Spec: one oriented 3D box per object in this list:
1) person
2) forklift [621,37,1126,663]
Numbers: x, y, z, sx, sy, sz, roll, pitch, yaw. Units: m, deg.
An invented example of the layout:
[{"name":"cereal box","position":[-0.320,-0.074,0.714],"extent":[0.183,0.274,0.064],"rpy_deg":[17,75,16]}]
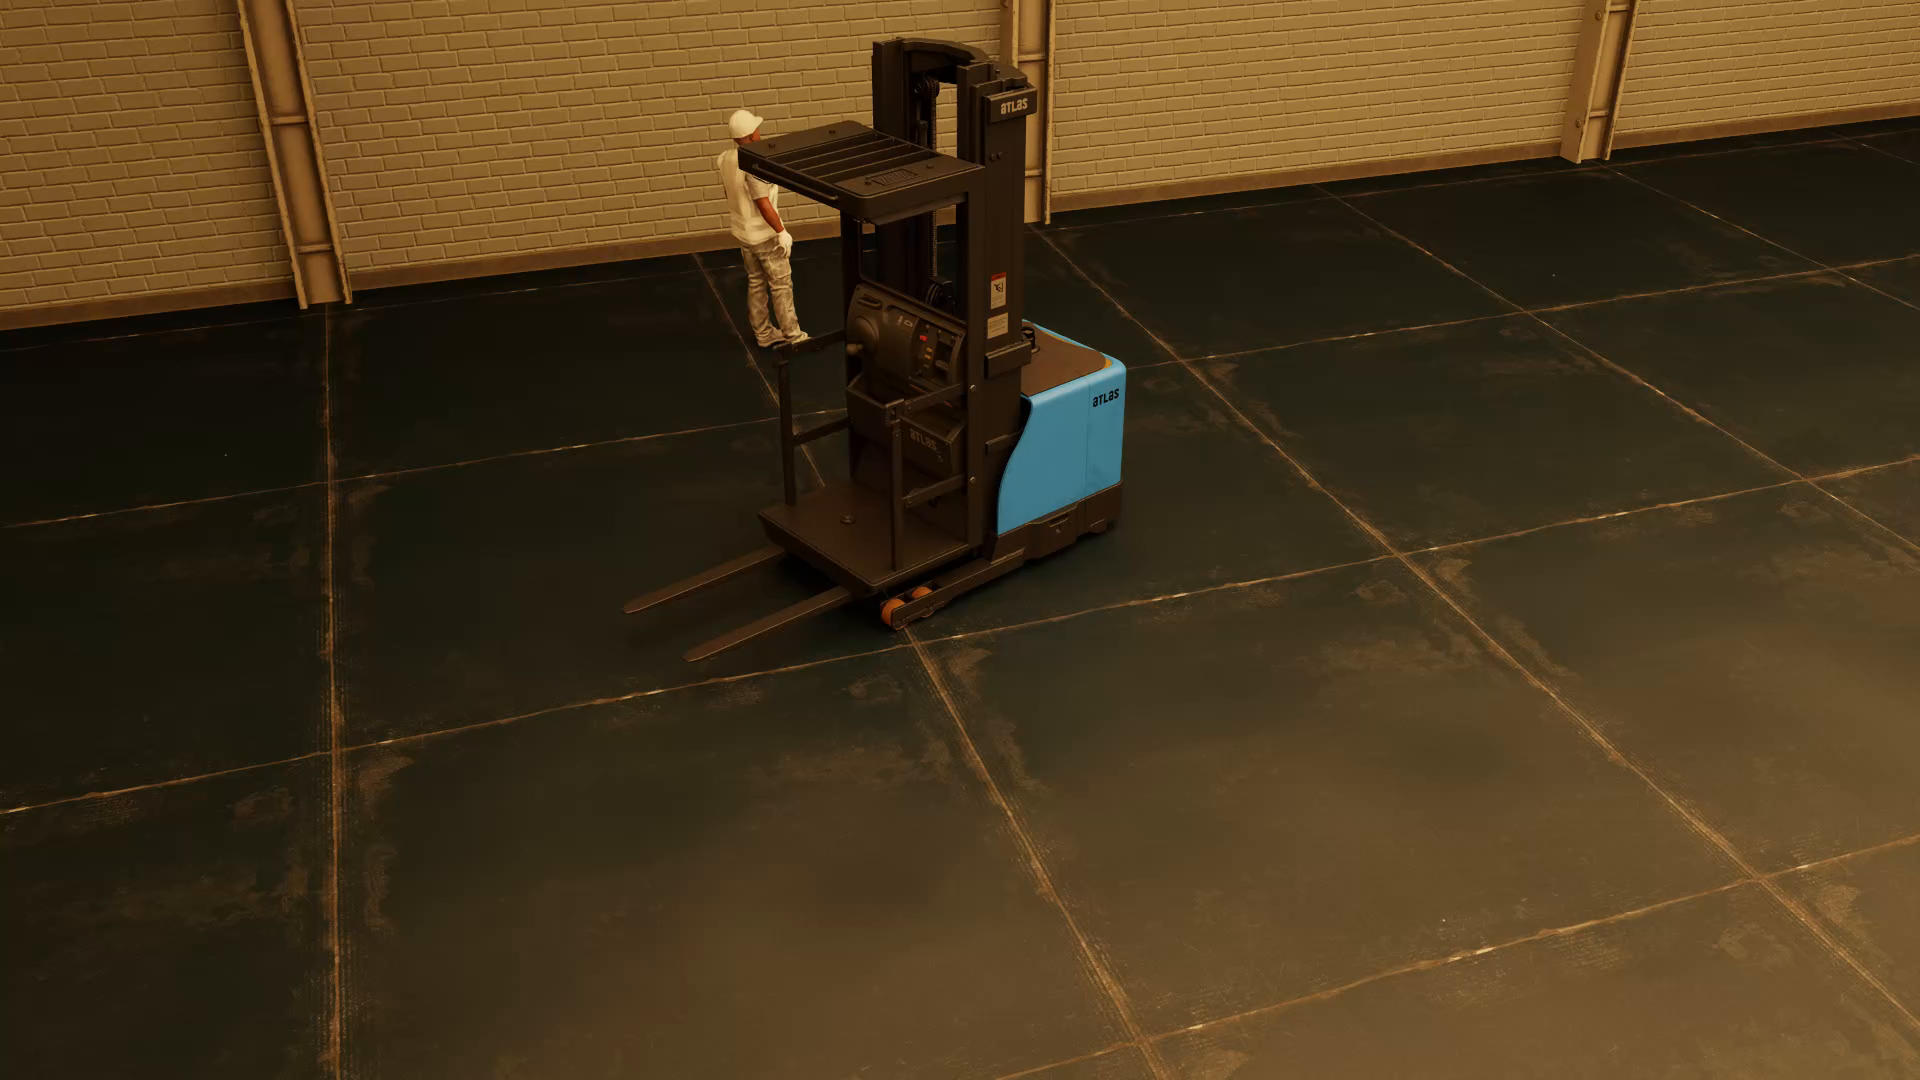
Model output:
[{"name":"person","position":[-1.401,-2.267,12.164],"extent":[0.576,1.785,0.655],"rpy_deg":[-20,35,-31]},{"name":"forklift","position":[-0.461,-1.072,8.951],"extent":[3.031,2.935,1.130],"rpy_deg":[-23,37,-34]}]
